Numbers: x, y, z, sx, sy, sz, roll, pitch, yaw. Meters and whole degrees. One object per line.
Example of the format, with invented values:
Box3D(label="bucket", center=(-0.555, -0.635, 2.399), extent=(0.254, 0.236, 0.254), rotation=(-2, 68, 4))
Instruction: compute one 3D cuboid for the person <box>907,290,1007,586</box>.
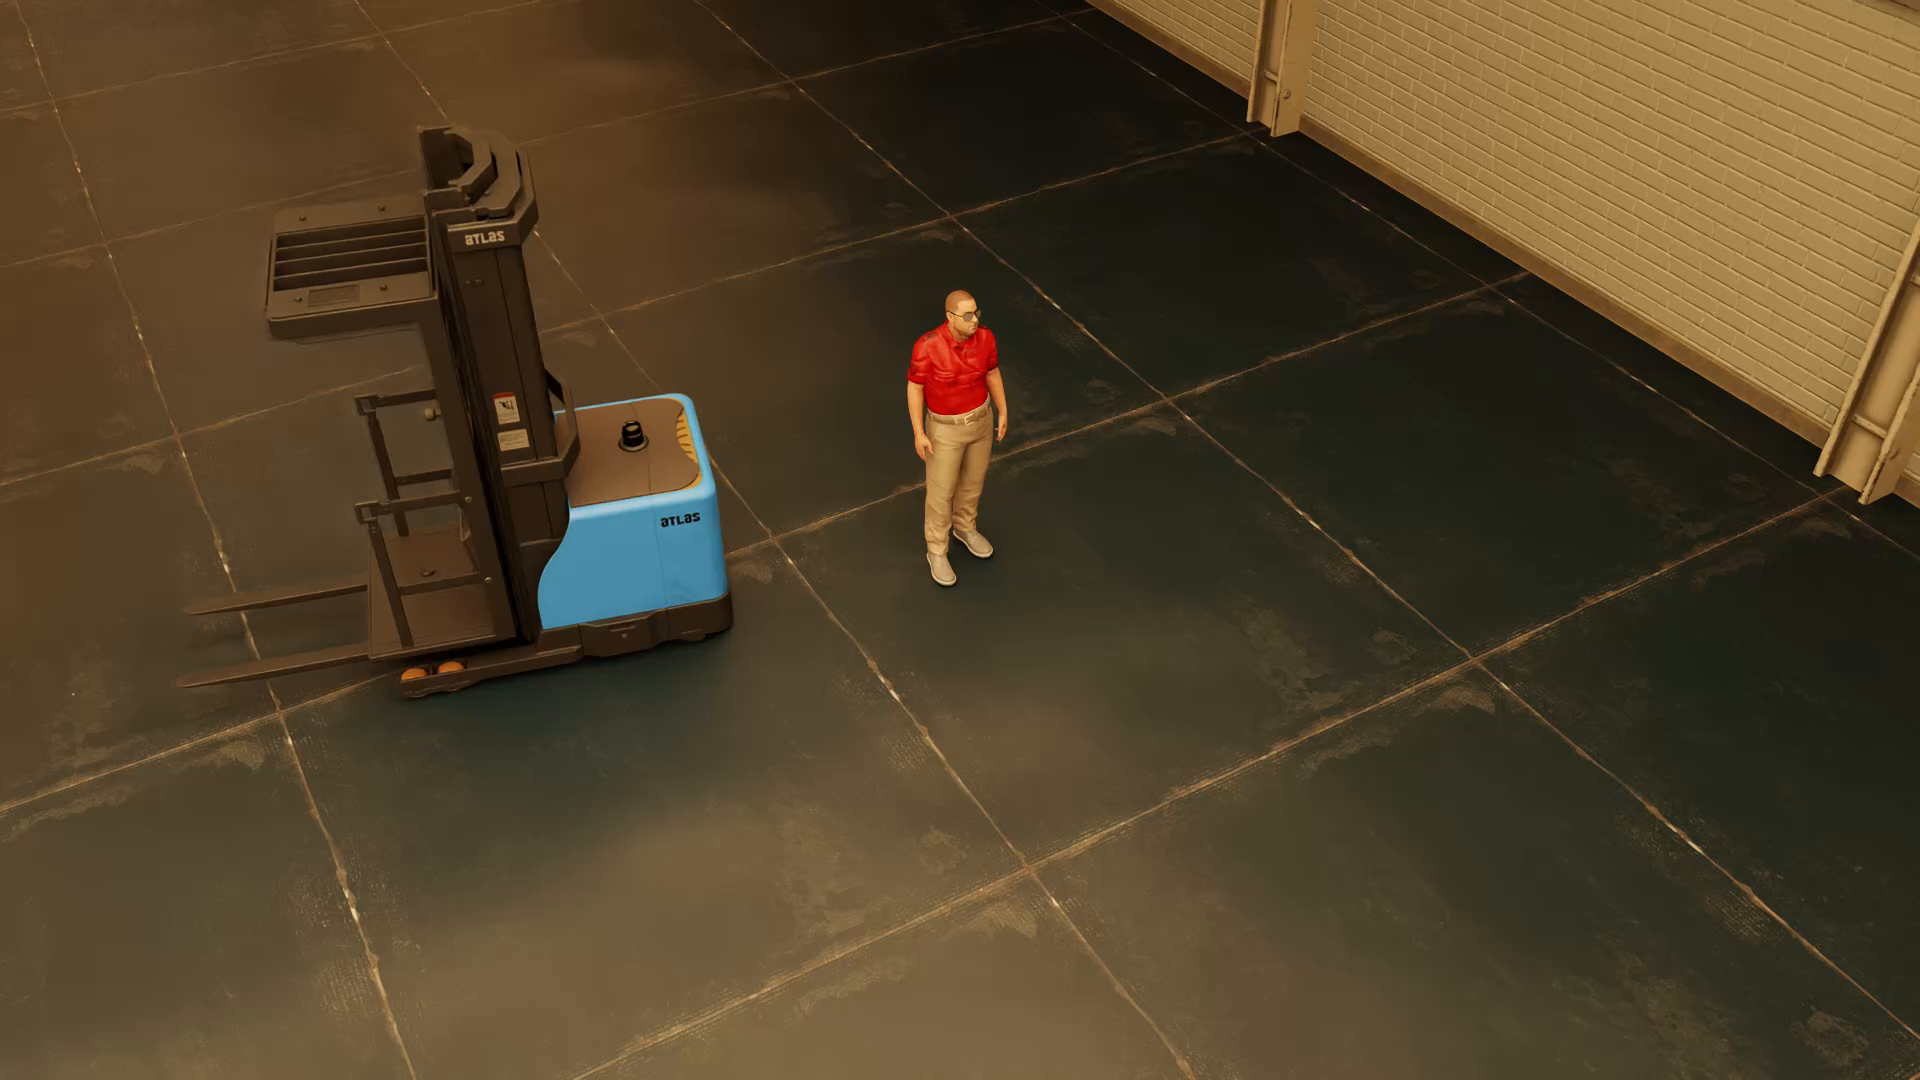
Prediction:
Box3D(label="person", center=(0.034, -0.617, 9.711), extent=(0.640, 1.727, 0.551), rotation=(-20, 44, -23))

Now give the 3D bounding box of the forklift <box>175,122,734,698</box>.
Box3D(label="forklift", center=(-2.890, -0.625, 8.790), extent=(3.031, 2.935, 1.130), rotation=(-10, 41, -12))
